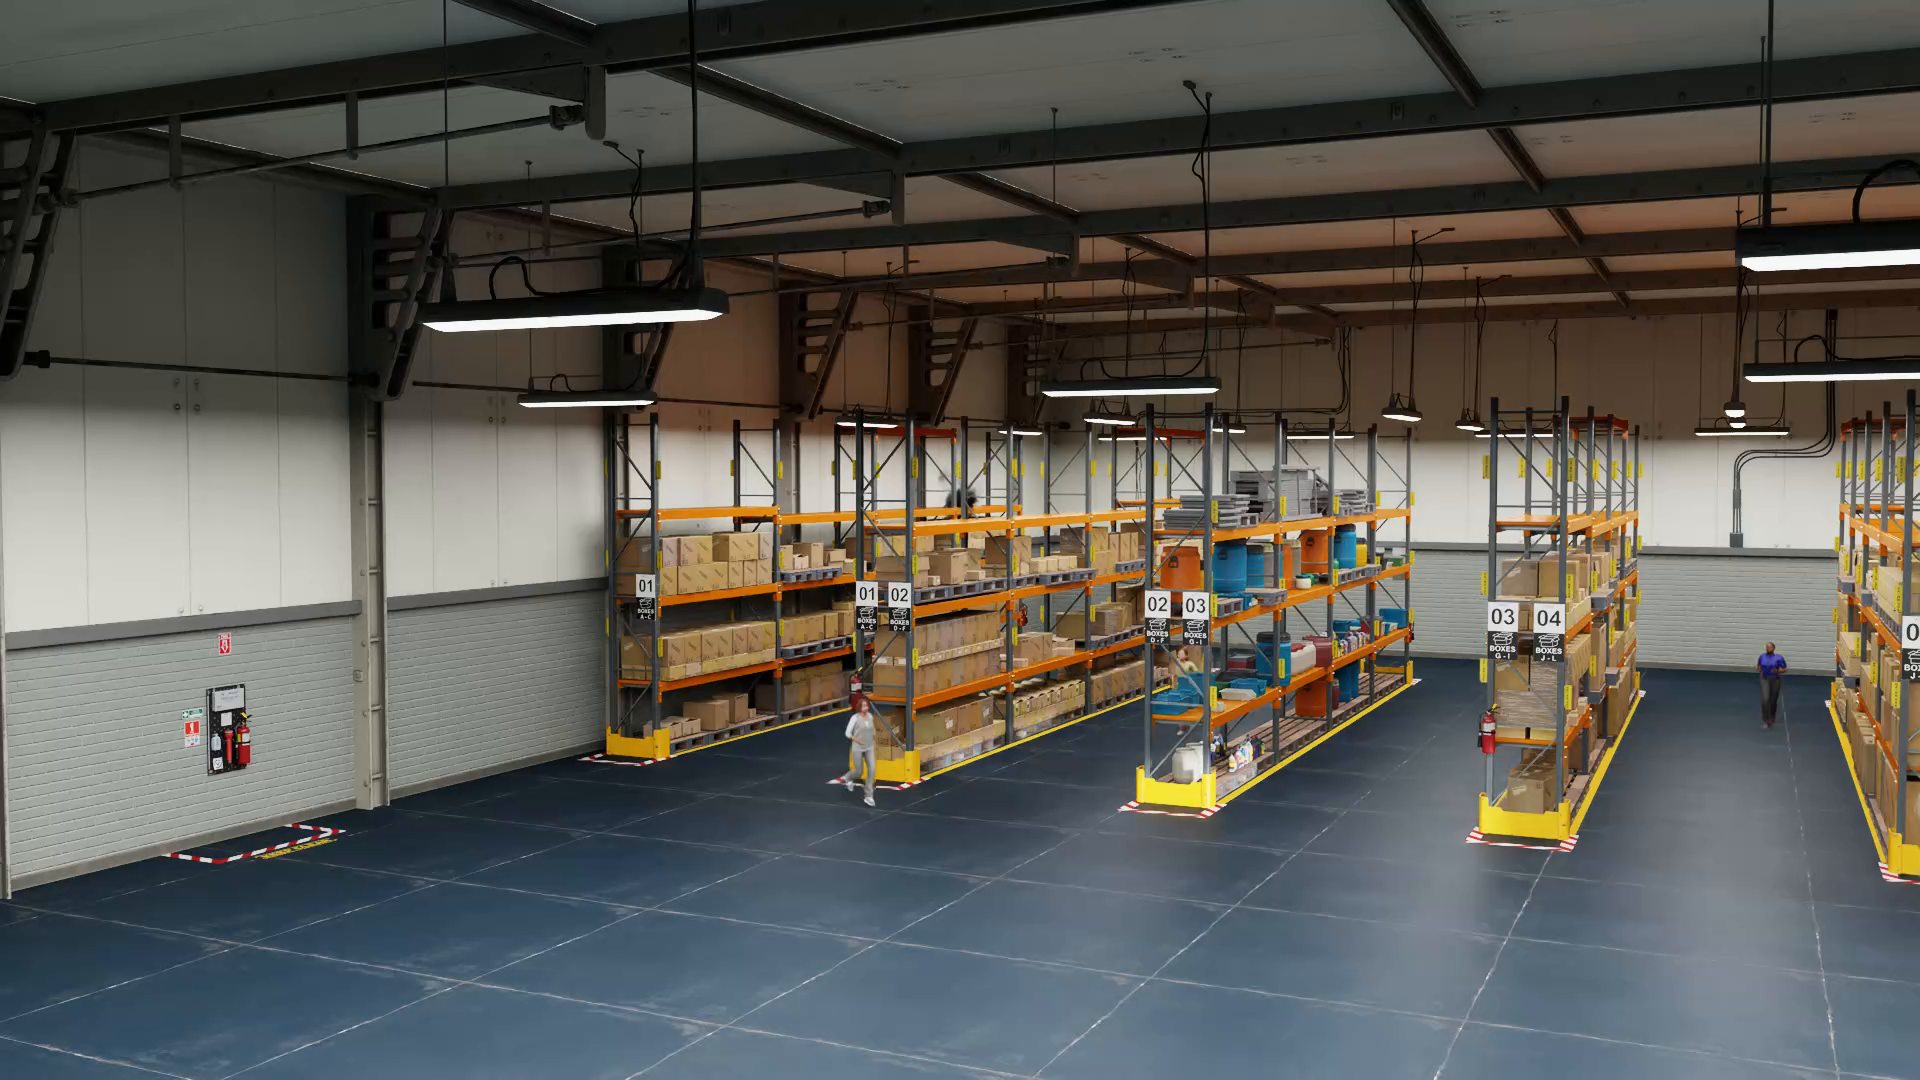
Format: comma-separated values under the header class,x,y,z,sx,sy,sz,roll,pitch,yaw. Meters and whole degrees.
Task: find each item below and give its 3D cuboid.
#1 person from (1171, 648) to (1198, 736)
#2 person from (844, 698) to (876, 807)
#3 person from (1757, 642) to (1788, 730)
class,x,y,z,sx,sy,sz,roll,pitch,yaw
person,4.258,2.866,31.548,0.577,1.642,0.580,1,3,28
person,-1.483,3.169,25.059,0.553,1.586,0.835,-2,3,-33
person,15.797,2.816,32.352,0.561,1.689,0.865,1,3,32
